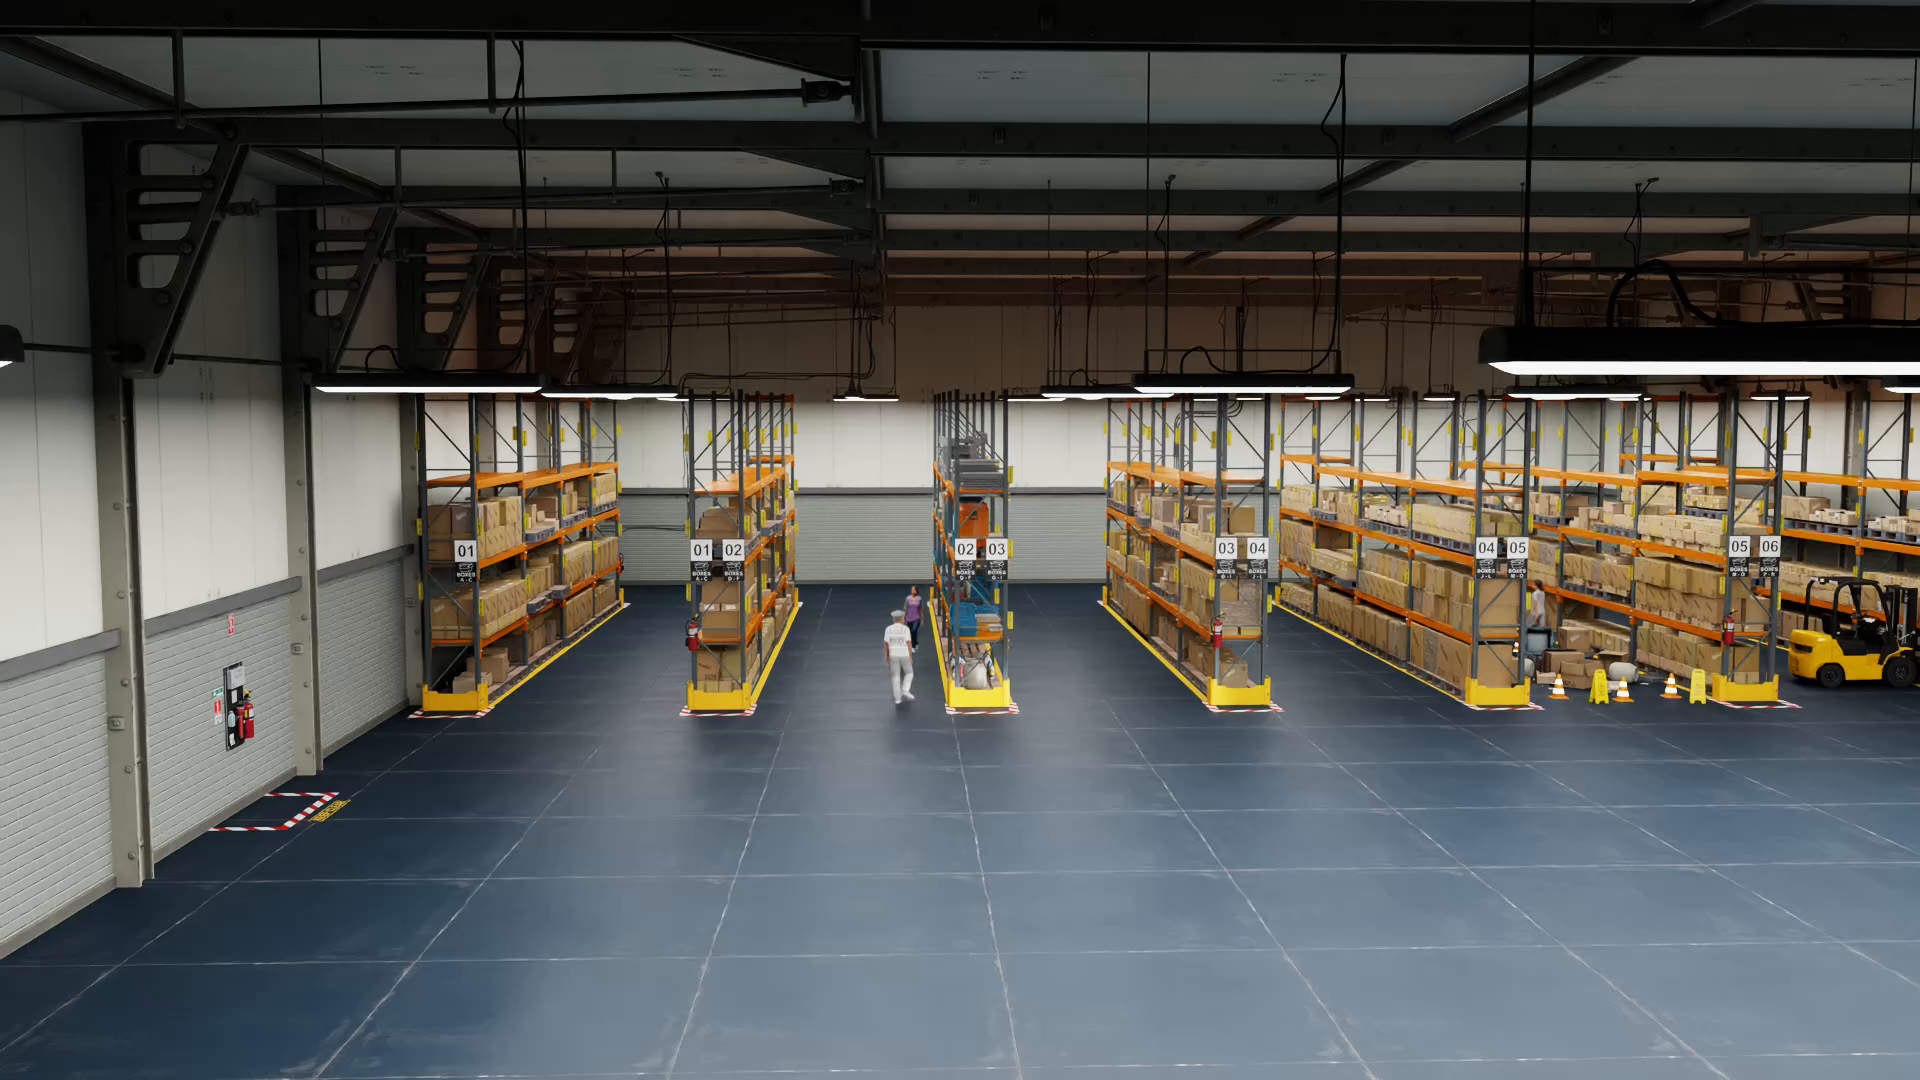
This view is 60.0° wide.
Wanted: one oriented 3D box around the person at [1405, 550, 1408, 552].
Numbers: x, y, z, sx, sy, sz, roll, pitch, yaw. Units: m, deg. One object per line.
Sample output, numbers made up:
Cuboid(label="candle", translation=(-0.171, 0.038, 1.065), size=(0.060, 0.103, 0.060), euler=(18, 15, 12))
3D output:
Cuboid(label="person", translation=(12.439, 1.103, 45.749), size=(0.467, 1.785, 0.609), euler=(4, 6, 43))

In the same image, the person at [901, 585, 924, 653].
Cuboid(label="person", translation=(-1.049, 1.737, 36.672), size=(0.426, 1.473, 0.954), euler=(1, 5, 13))

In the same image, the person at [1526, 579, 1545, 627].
Cuboid(label="person", translation=(13.427, 1.745, 38.567), size=(0.437, 1.670, 0.547), euler=(-2, 5, -22))

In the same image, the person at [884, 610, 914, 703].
Cuboid(label="person", translation=(-1.165, 2.236, 31.889), size=(0.595, 1.761, 0.513), euler=(0, 5, 6))
